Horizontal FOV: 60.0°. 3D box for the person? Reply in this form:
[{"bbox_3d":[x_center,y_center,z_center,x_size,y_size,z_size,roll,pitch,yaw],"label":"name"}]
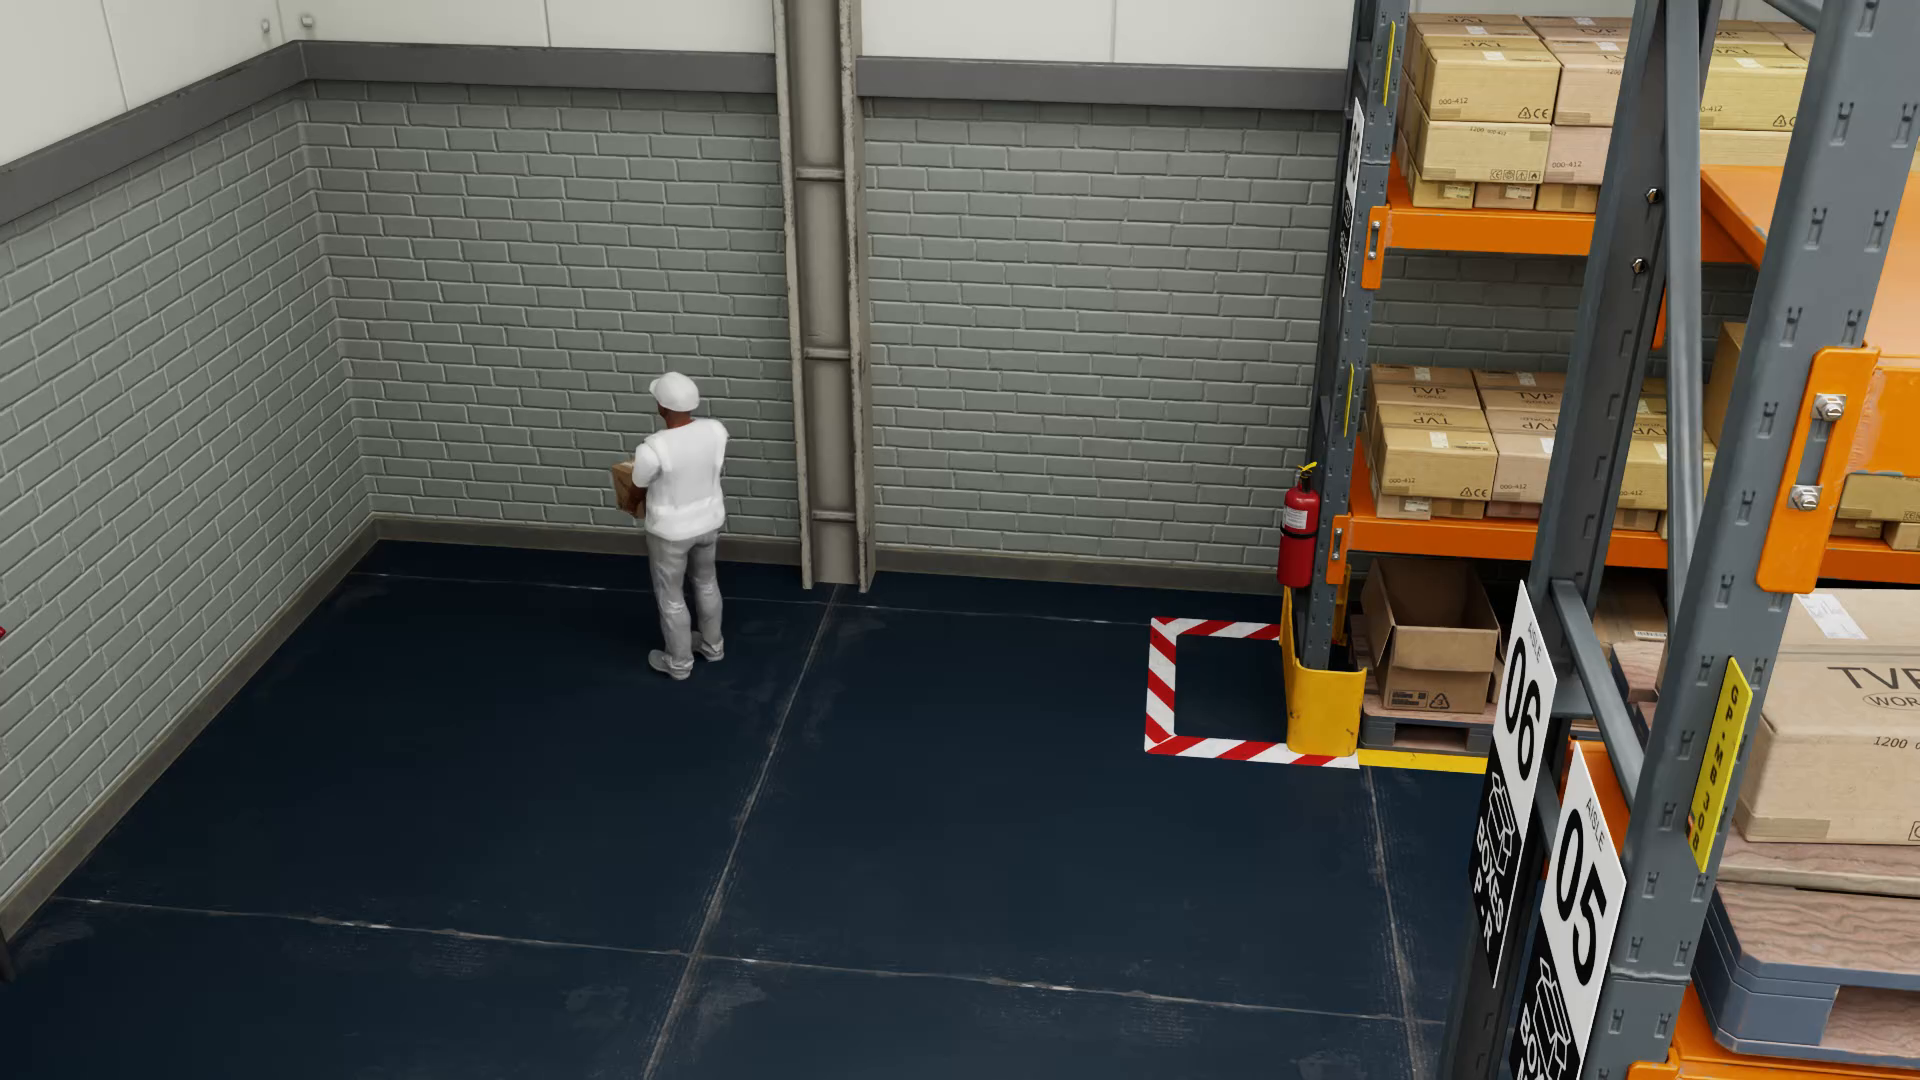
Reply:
[{"bbox_3d":[-1.510,-0.112,8.805,0.513,1.769,0.573,-21,35,-34],"label":"person"}]
